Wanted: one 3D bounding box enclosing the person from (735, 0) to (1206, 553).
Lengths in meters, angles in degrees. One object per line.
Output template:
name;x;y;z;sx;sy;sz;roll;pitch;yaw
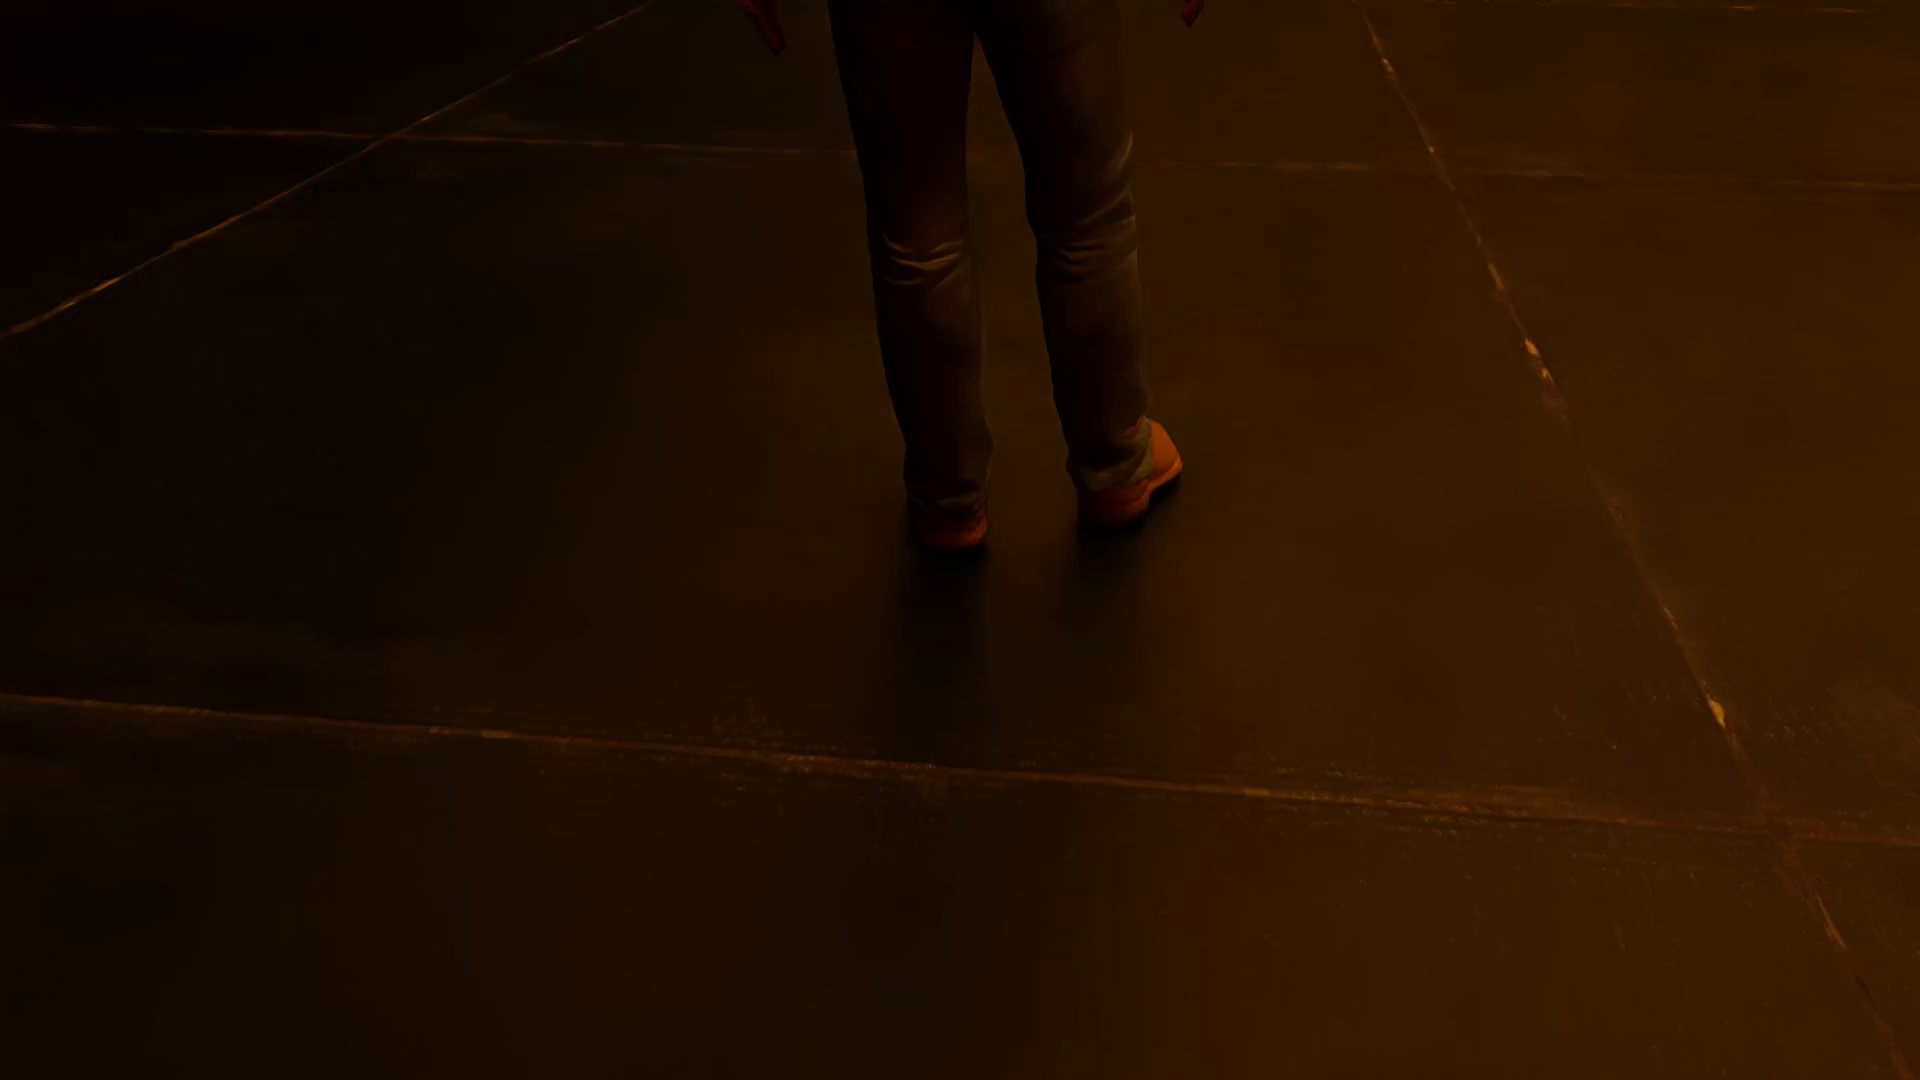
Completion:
person;0.015;-0.827;2.164;0.665;1.766;0.576;3;27;7
